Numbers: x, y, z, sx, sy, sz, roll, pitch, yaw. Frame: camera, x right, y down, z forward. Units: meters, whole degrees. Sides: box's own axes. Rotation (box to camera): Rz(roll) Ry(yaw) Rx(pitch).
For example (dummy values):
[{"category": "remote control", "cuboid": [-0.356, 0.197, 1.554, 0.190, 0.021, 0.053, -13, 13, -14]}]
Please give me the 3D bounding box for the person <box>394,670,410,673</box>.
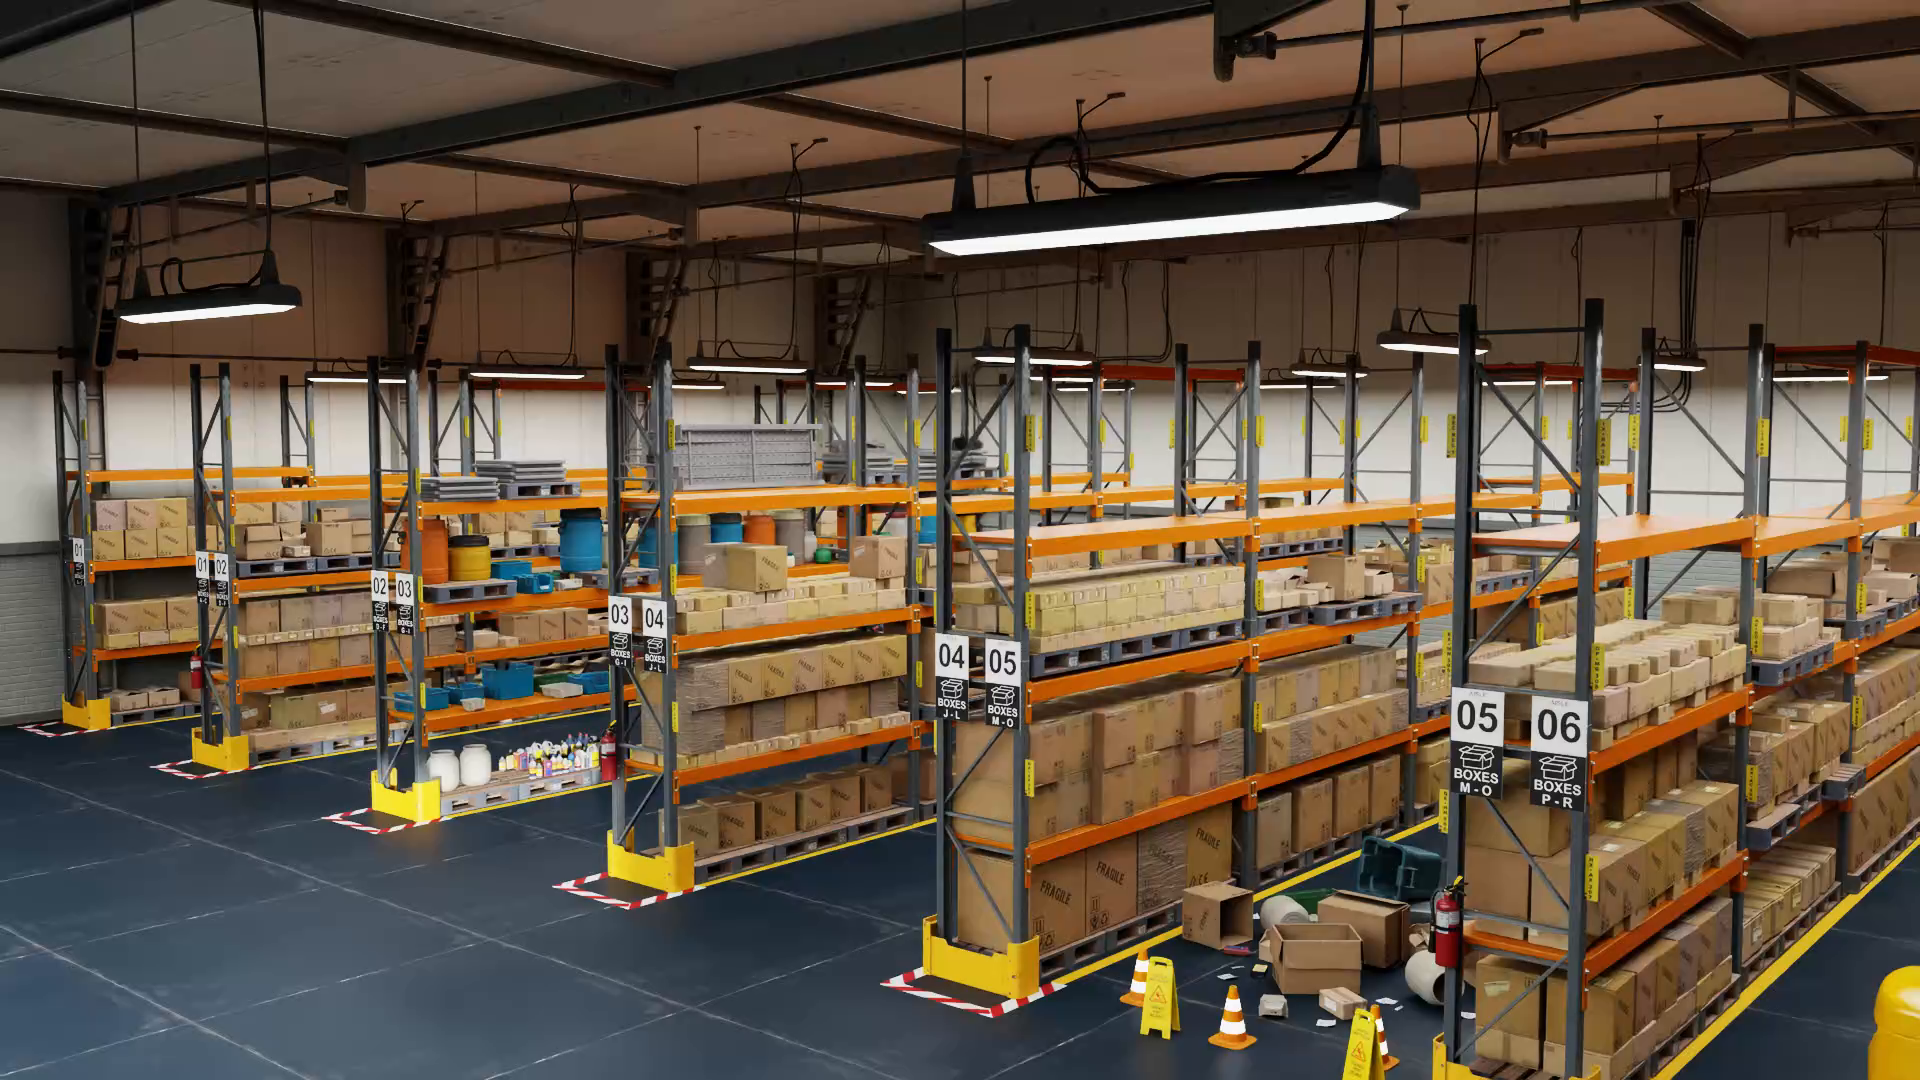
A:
[{"category": "person", "cuboid": [-9.819, 2.284, 29.129, 0.641, 1.613, 0.646, 3, 5, 33]}]
